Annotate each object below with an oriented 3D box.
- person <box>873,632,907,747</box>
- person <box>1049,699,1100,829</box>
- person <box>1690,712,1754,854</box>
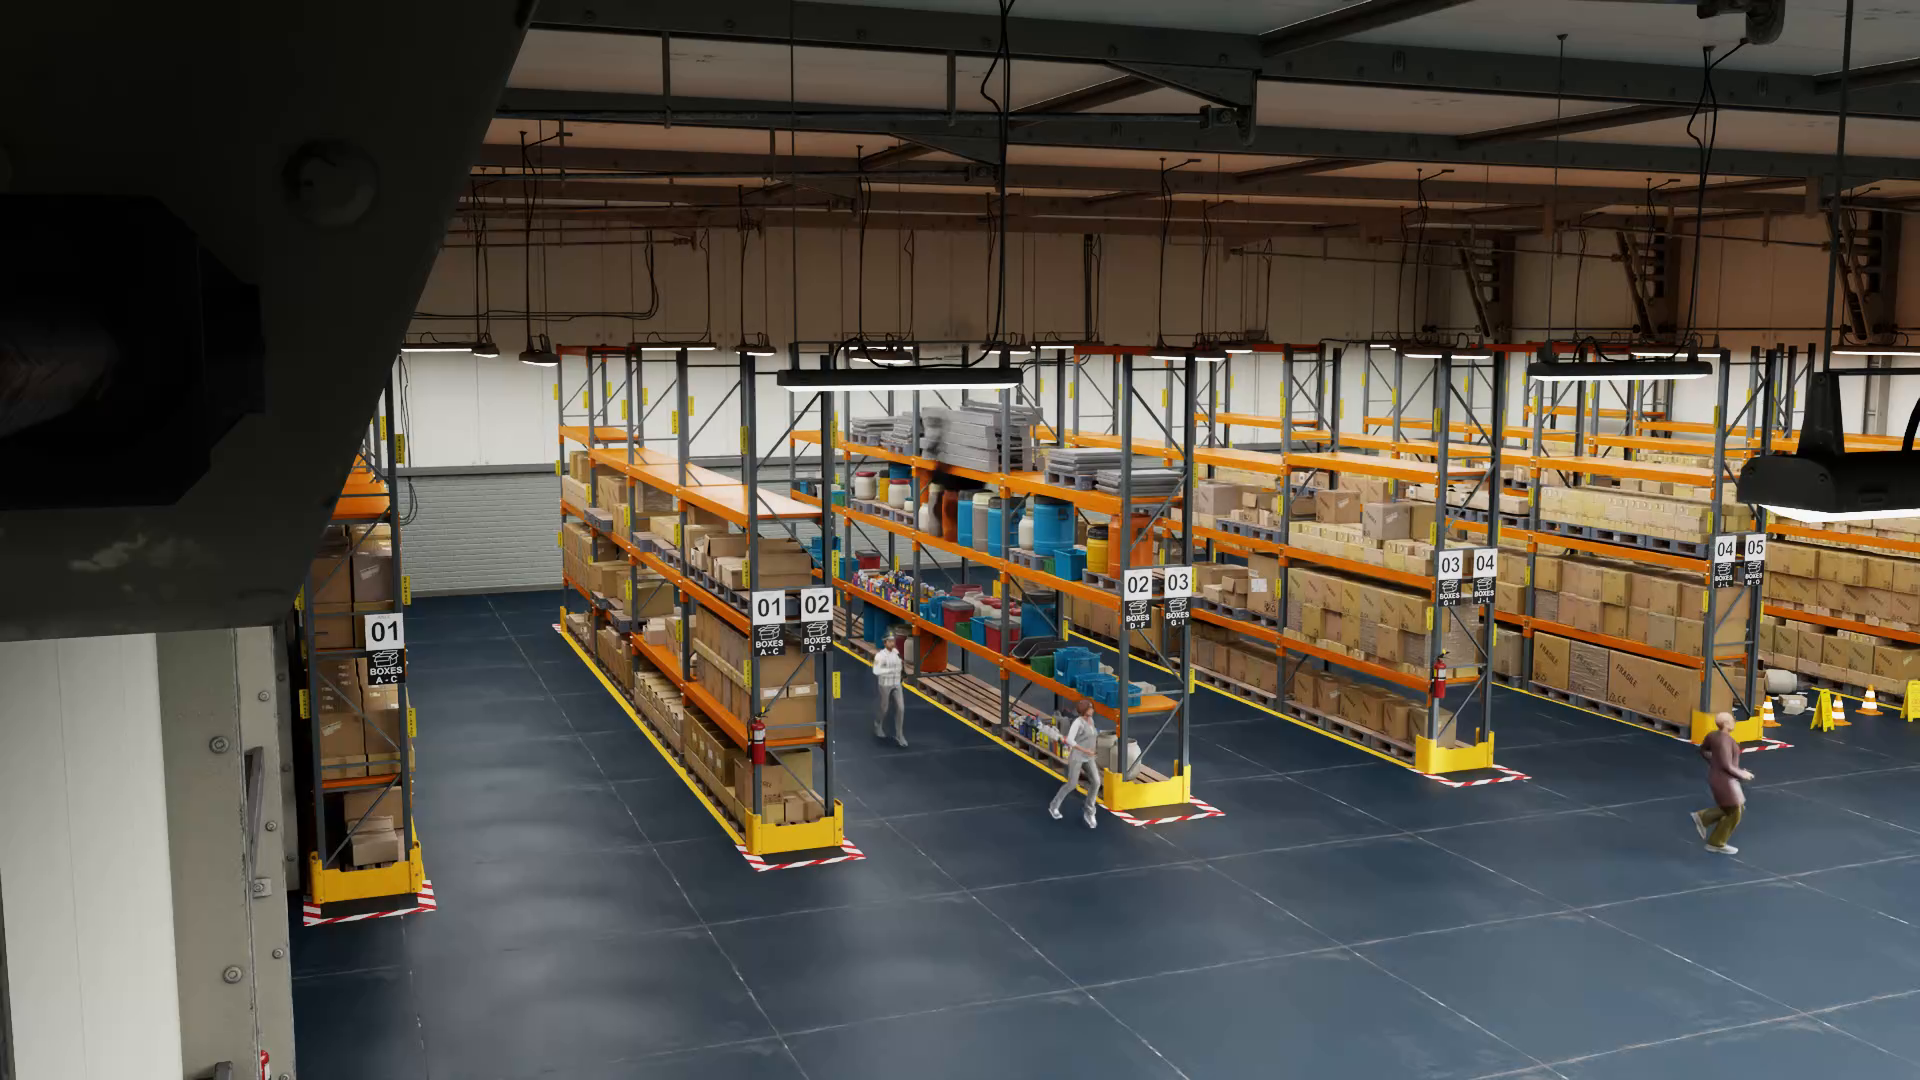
[{"bbox_3d":[-1.077,2.248,25.435,0.600,1.726,0.778,-4,8,-31],"label":"person"},{"bbox_3d":[1.566,2.845,21.388,0.698,1.610,0.608,7,10,42],"label":"person"},{"bbox_3d":[9.223,2.935,20.106,0.636,1.735,0.711,1,7,9],"label":"person"}]
